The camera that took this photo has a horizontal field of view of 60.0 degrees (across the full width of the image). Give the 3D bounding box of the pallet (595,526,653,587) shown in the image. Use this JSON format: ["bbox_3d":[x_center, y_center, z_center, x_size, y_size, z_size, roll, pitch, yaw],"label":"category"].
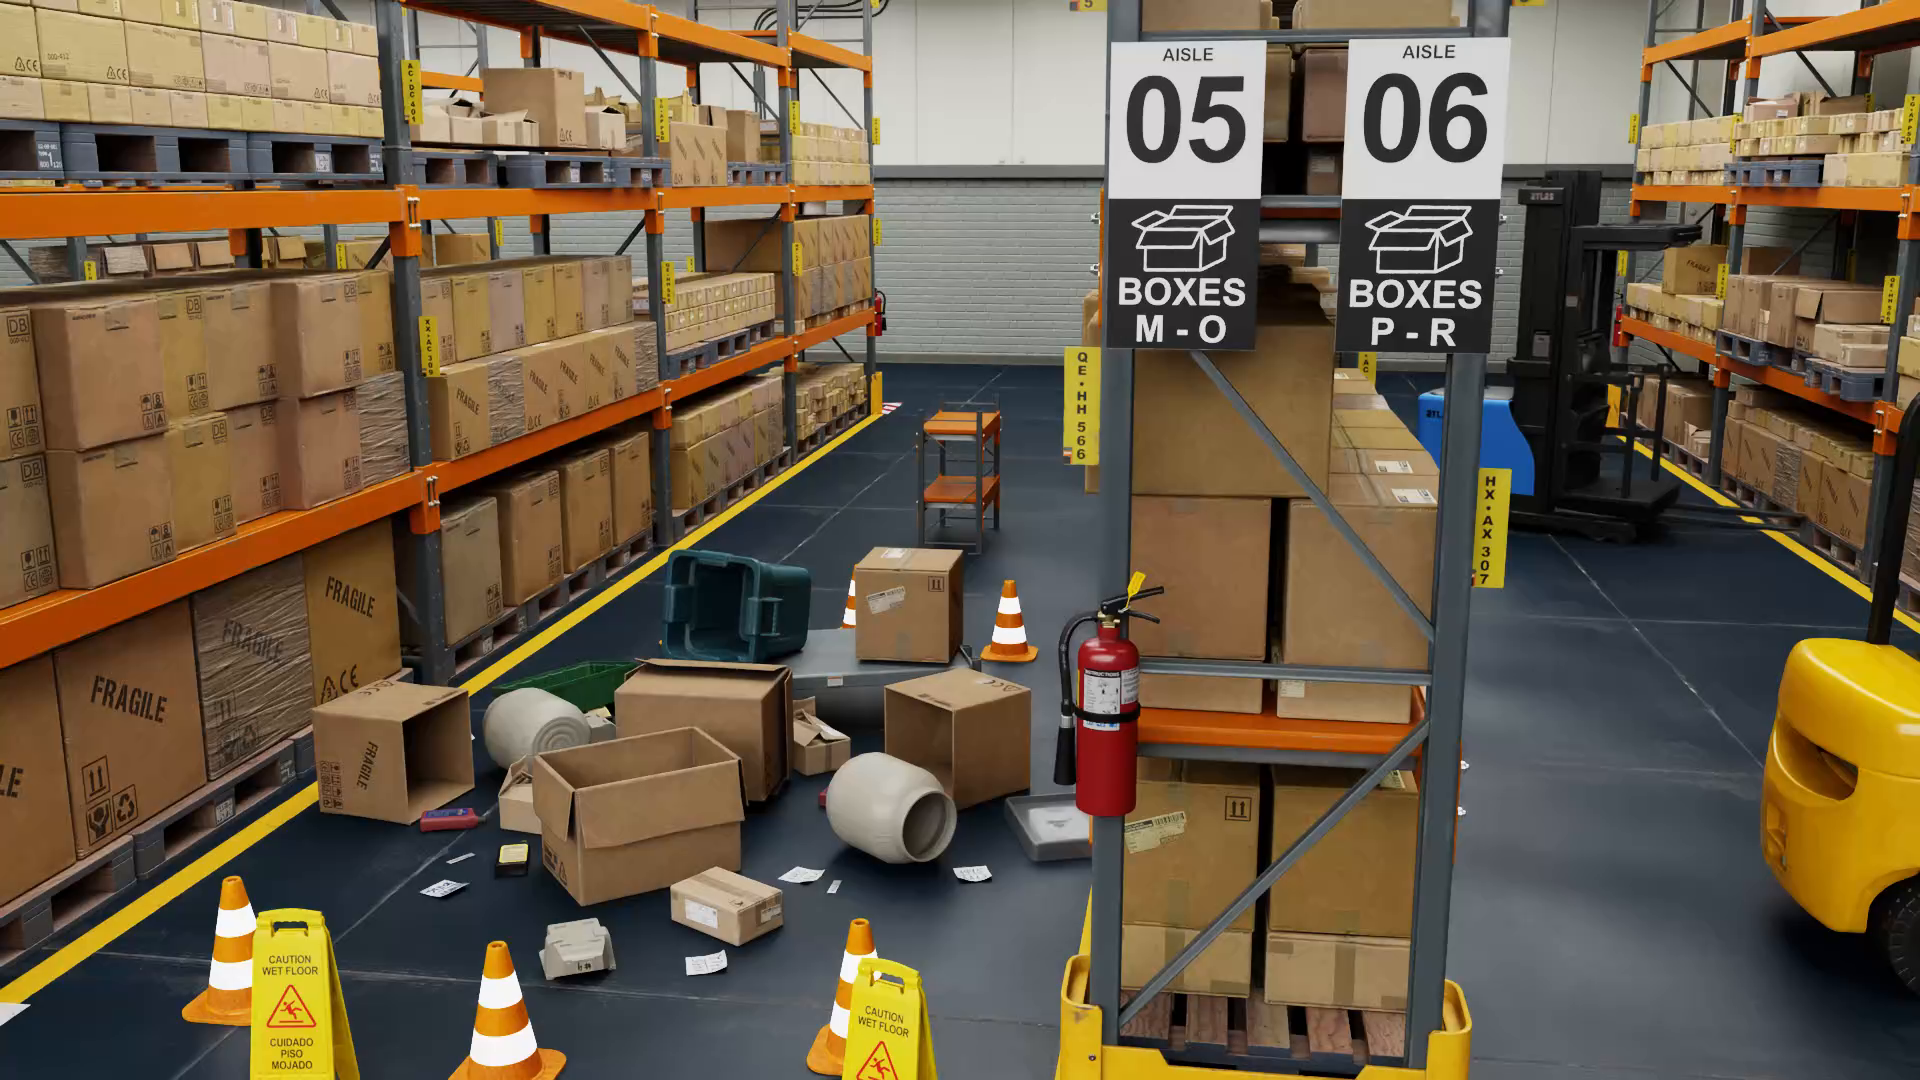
[{"bbox_3d":[-2.990,0.094,12.555,1.003,0.211,1.213,2,12,9],"label":"pallet"}]

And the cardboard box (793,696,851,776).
[{"bbox_3d":[-0.749,0.978,8.325,0.258,0.266,0.396,-7,14,-30],"label":"cardboard box"}]

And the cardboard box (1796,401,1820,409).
[{"bbox_3d":[7.861,-1.178,15.238,0.380,0.149,0.250,1,12,6],"label":"cardboard box"}]

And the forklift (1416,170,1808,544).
[{"bbox_3d":[5.394,-1.529,13.631,3.031,2.935,1.130,8,15,34],"label":"forklift"}]

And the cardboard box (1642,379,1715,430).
[{"bbox_3d":[7.890,-1.479,18.172,0.700,0.500,0.500,2,12,11],"label":"cardboard box"}]

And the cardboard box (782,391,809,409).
[{"bbox_3d":[-1.821,-1.486,17.627,0.380,0.149,0.250,3,12,11],"label":"cardboard box"}]

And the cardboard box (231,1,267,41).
[{"bbox_3d":[-3.306,-2.288,7.339,0.380,0.149,0.250,2,12,9],"label":"cardboard box"}]

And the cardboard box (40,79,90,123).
[{"bbox_3d":[-3.500,-1.634,6.198,0.380,0.149,0.250,2,12,9],"label":"cardboard box"}]

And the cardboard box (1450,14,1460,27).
[{"bbox_3d":[1.373,-1.579,5.286,0.380,0.149,0.250,2,12,8],"label":"cardboard box"}]

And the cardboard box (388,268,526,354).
[{"bbox_3d":[-3.184,-1.451,10.497,0.700,0.500,0.500,2,12,9],"label":"cardboard box"}]

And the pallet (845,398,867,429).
[{"bbox_3d":[-1.736,-1.549,20.180,1.003,0.211,1.213,2,12,9],"label":"pallet"}]

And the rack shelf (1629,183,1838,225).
[{"bbox_3d":[7.940,-3.495,17.177,1.077,0.370,4.000,2,12,9],"label":"rack shelf"}]

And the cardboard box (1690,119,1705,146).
[{"bbox_3d":[7.628,-4.071,16.605,0.500,0.250,0.500,2,12,10],"label":"cardboard box"}]

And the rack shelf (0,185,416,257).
[{"bbox_3d":[-3.717,-1.296,6.975,1.077,0.370,4.000,2,12,9],"label":"rack shelf"}]

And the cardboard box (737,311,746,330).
[{"bbox_3d":[-2.200,-2.040,15.441,0.380,0.149,0.250,1,12,6],"label":"cardboard box"}]

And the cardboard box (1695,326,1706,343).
[{"bbox_3d":[7.467,-2.025,16.368,0.380,0.149,0.250,2,12,10],"label":"cardboard box"}]

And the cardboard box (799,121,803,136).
[{"bbox_3d":[-1.820,-4.204,16.983,0.380,0.149,0.250,1,12,6],"label":"cardboard box"}]

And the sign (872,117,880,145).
[{"bbox_3d":[-1.019,-4.973,20.227,0.100,0.325,0.005,2,12,9],"label":"sign"}]

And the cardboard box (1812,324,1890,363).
[{"bbox_3d":[6.860,-1.493,12.661,0.500,0.250,0.500,1,12,6],"label":"cardboard box"}]

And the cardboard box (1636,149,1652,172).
[{"bbox_3d":[7.910,-4.251,18.630,0.500,0.250,0.500,2,12,8],"label":"cardboard box"}]

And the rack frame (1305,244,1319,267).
[{"bbox_3d":[2.112,-1.291,12.365,1.000,3.000,0.127,2,12,9],"label":"rack frame"}]

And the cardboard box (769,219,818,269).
[{"bbox_3d":[-1.804,-3.141,17.630,0.500,0.500,0.500,2,12,7],"label":"cardboard box"}]

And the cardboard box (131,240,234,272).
[{"bbox_3d":[-7.352,-2.579,15.720,0.797,0.503,0.637,2,12,10],"label":"cardboard box"}]

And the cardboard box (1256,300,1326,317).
[{"bbox_3d":[0.830,-0.527,5.504,0.700,0.500,0.500,2,12,9],"label":"cardboard box"}]

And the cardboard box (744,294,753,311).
[{"bbox_3d":[-2.163,-2.238,15.653,0.380,0.149,0.250,1,12,7],"label":"cardboard box"}]

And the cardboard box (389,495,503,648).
[{"bbox_3d":[-3.403,0.164,9.953,1.050,0.750,0.750,2,12,8],"label":"cardboard box"}]

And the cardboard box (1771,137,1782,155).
[{"bbox_3d":[7.039,-3.299,13.925,0.380,0.149,0.250,2,12,8],"label":"cardboard box"}]

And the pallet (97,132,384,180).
[{"bbox_3d":[-3.546,-1.851,8.052,1.003,0.211,1.213,2,12,9],"label":"pallet"}]

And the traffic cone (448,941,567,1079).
[{"bbox_3d":[-1.476,1.518,5.352,0.336,0.463,0.334,2,12,9],"label":"traffic cone"}]

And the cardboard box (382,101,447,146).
[{"bbox_3d":[-3.437,-2.509,10.018,0.500,0.250,0.500,2,12,8],"label":"cardboard box"}]

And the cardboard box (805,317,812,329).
[{"bbox_3d":[-1.809,-2.358,17.913,0.380,0.149,0.250,1,12,6],"label":"cardboard box"}]

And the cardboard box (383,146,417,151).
[{"bbox_3d":[-6.696,-4.595,19.104,0.700,0.500,0.500,2,12,11],"label":"cardboard box"}]

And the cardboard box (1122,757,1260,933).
[{"bbox_3d":[0.747,0.971,5.617,0.500,0.500,0.500,2,12,9],"label":"cardboard box"}]

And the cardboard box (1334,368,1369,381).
[{"bbox_3d":[1.675,-0.552,7.992,0.500,0.500,0.500,2,12,7],"label":"cardboard box"}]

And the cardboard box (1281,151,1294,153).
[{"bbox_3d":[1.463,-1.579,6.231,0.500,0.250,0.500,2,12,10],"label":"cardboard box"}]

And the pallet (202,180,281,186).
[{"bbox_3d":[-7.157,-3.625,16.529,0.805,0.209,1.217,1,12,6],"label":"pallet"}]

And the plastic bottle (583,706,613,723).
[{"bbox_3d":[-1.961,0.945,8.963,0.133,0.061,0.283,-5,13,-21],"label":"plastic bottle"}]

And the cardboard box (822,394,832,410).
[{"bbox_3d":[-1.644,-1.556,18.657,0.380,0.149,0.250,2,12,8],"label":"cardboard box"}]

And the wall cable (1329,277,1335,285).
[{"bbox_3d":[5.590,-4.584,25.233,0.588,1.984,0.122,2,12,9],"label":"wall cable"}]

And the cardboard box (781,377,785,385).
[{"bbox_3d":[-2.107,-1.770,18.946,0.380,0.149,0.250,2,12,9],"label":"cardboard box"}]

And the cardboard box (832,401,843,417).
[{"bbox_3d":[-1.568,-1.519,19.192,0.380,0.149,0.250,2,12,10],"label":"cardboard box"}]

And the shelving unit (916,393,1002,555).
[{"bbox_3d":[0.001,-0.551,13.381,0.538,1.125,1.048,2,12,9],"label":"shelving unit"}]

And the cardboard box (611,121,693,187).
[{"bbox_3d":[-2.444,-3.056,13.196,0.500,0.500,0.500,2,12,9],"label":"cardboard box"}]

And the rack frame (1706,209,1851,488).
[{"bbox_3d":[7.633,-1.964,15.486,1.000,3.000,0.127,2,12,9],"label":"rack frame"}]

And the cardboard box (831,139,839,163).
[{"bbox_3d":[-1.631,-4.311,18.428,0.500,0.250,0.500,1,12,6],"label":"cardboard box"}]

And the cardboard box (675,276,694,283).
[{"bbox_3d":[-2.773,-2.458,15.966,0.380,0.149,0.250,2,12,9],"label":"cardboard box"}]

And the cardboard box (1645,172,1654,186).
[{"bbox_3d":[7.969,-4.081,18.787,0.380,0.149,0.250,2,12,10],"label":"cardboard box"}]

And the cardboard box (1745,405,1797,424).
[{"bbox_3d":[7.348,-1.138,15.051,0.380,0.149,0.250,2,12,7],"label":"cardboard box"}]

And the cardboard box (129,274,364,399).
[{"bbox_3d":[-3.470,-1.005,8.118,0.875,0.550,0.550,2,12,9],"label":"cardboard box"}]

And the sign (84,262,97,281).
[{"bbox_3d":[-7.142,-2.124,13.668,0.100,0.325,0.005,2,12,9],"label":"sign"}]

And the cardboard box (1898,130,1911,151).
[{"bbox_3d":[6.834,-2.801,11.658,0.380,0.149,0.250,2,12,10],"label":"cardboard box"}]

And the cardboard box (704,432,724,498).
[{"bbox_3d":[-2.360,-0.658,14.361,0.500,0.500,0.500,2,12,9],"label":"cardboard box"}]

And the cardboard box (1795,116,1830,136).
[{"bbox_3d":[6.975,-3.336,13.391,0.380,0.149,0.250,2,12,9],"label":"cardboard box"}]

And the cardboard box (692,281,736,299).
[{"bbox_3d":[-2.249,-2.275,15.119,0.380,0.149,0.250,1,12,6],"label":"cardboard box"}]

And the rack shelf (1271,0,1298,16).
[{"bbox_3d":[1.805,-3.260,9.919,1.077,0.370,4.000,2,12,9],"label":"rack shelf"}]
